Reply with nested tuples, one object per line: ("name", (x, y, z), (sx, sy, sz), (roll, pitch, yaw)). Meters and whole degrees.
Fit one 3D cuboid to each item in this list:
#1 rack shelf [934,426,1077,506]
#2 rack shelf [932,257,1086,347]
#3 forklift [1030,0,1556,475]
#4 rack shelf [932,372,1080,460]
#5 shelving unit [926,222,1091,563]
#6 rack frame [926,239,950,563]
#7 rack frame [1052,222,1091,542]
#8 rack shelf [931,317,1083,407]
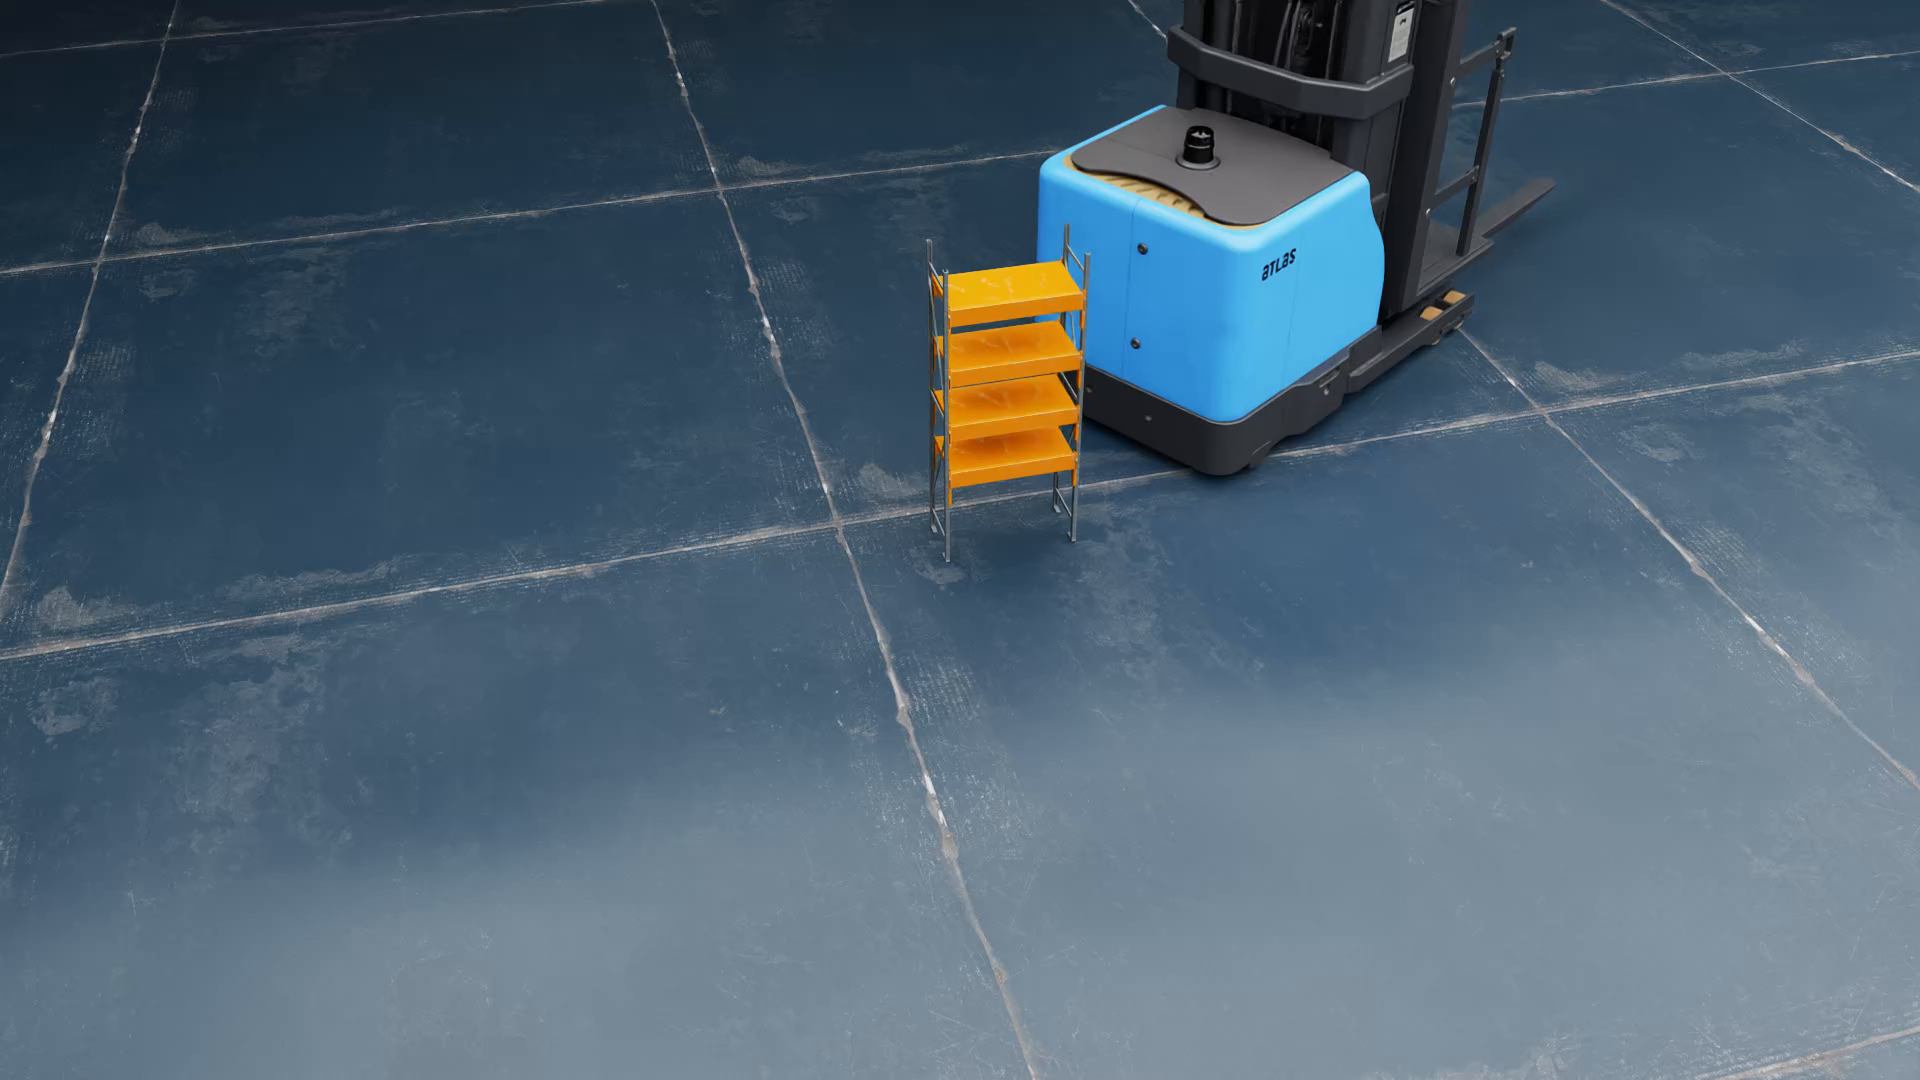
("rack shelf", (0.160, -0.292, 6.081), (0.480, 0.148, 0.258), (-9, 38, -12))
("rack shelf", (0.160, -0.815, 5.681), (0.480, 0.148, 0.258), (-9, 38, -12))
("forklift", (1.663, -2.220, 6.740), (1.130, 2.935, 3.031), (30, 46, 33))
("rack shelf", (0.160, -0.449, 5.961), (0.480, 0.148, 0.258), (-9, 38, -12))
("shelving unit", (0.160, -0.503, 5.920), (0.503, 1.200, 0.258), (-9, 38, -12))
("rack frame", (-0.076, -0.464, 5.869), (0.015, 1.200, 0.240), (-9, 38, -12))
("rack frame", (0.395, -0.541, 5.970), (0.015, 1.200, 0.240), (-9, 38, -12))
("rack shelf", (0.160, -0.627, 5.825), (0.480, 0.148, 0.258), (-9, 38, -12))
